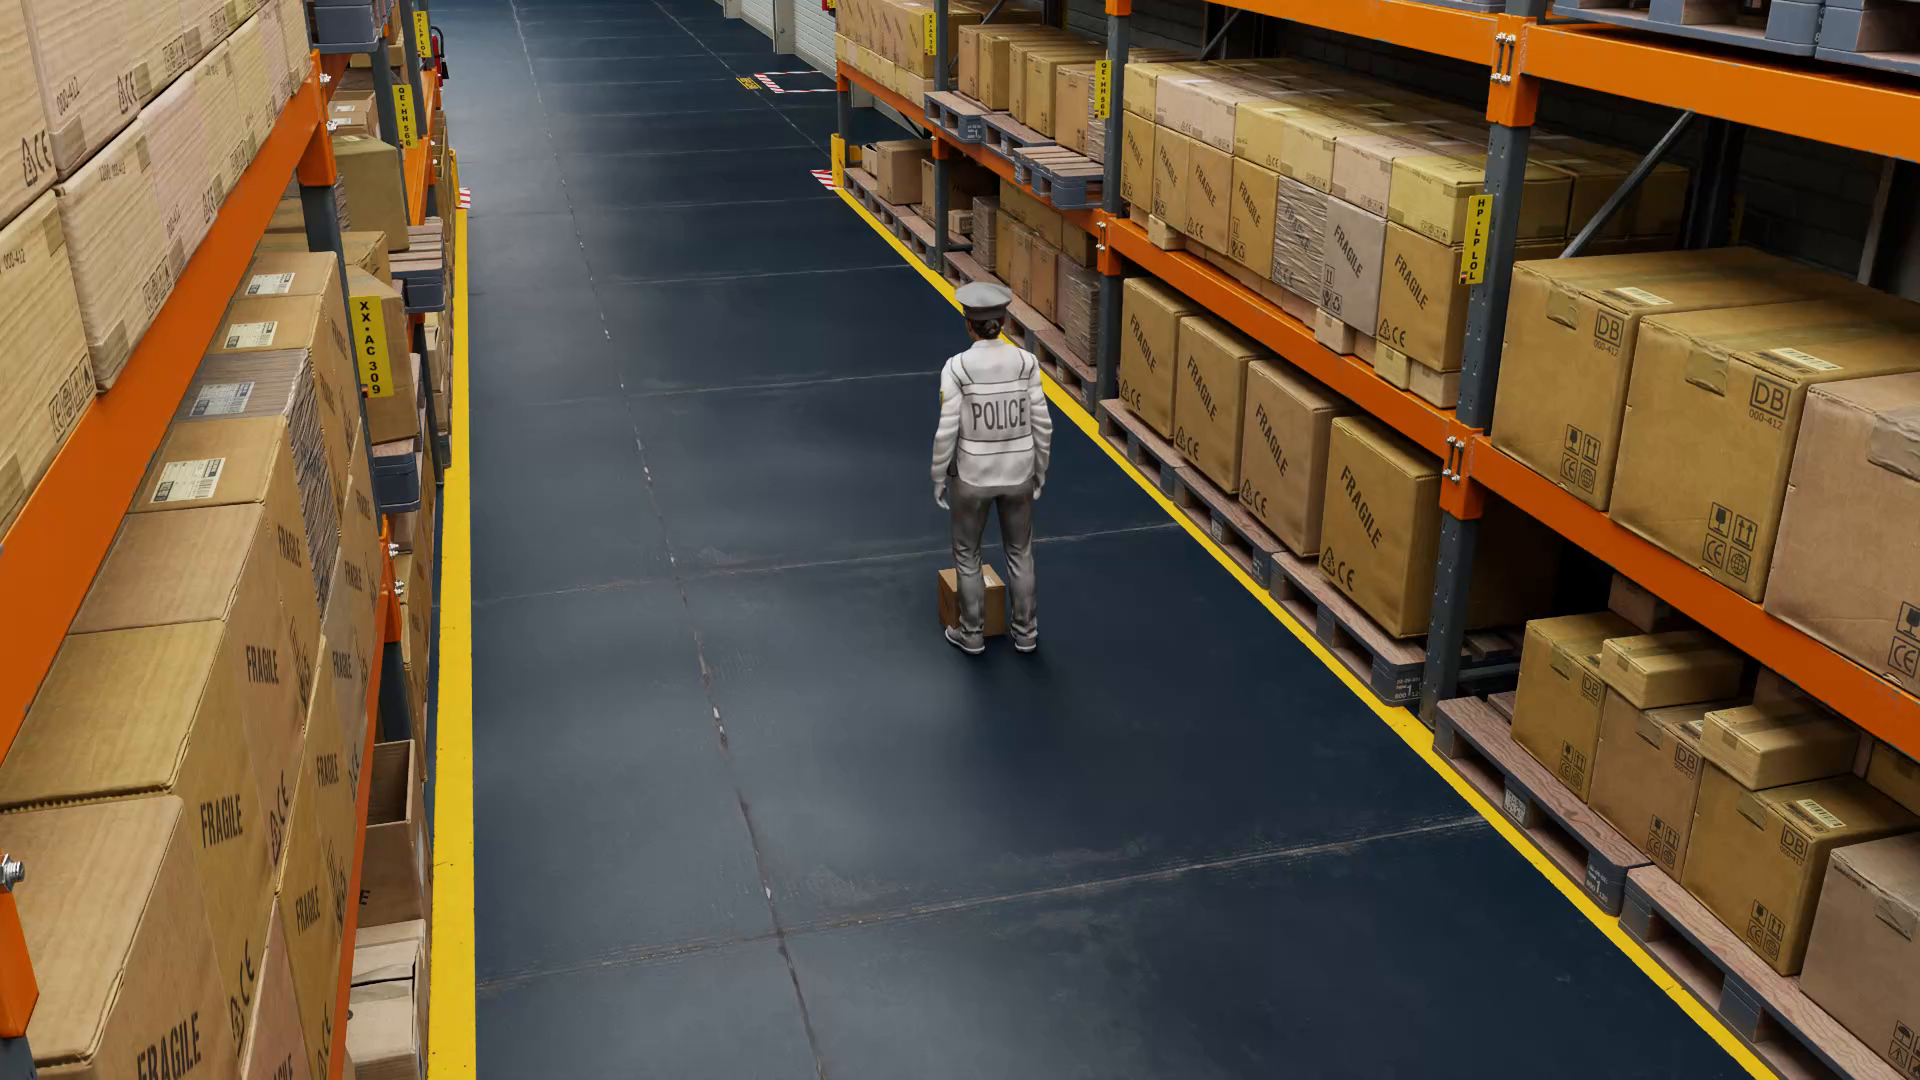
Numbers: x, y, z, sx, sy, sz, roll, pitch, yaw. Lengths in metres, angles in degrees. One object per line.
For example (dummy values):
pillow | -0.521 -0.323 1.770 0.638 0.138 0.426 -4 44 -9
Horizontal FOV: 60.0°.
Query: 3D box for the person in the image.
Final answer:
person | 0.129 -0.278 7.243 0.528 1.663 0.408 -6 24 -14
